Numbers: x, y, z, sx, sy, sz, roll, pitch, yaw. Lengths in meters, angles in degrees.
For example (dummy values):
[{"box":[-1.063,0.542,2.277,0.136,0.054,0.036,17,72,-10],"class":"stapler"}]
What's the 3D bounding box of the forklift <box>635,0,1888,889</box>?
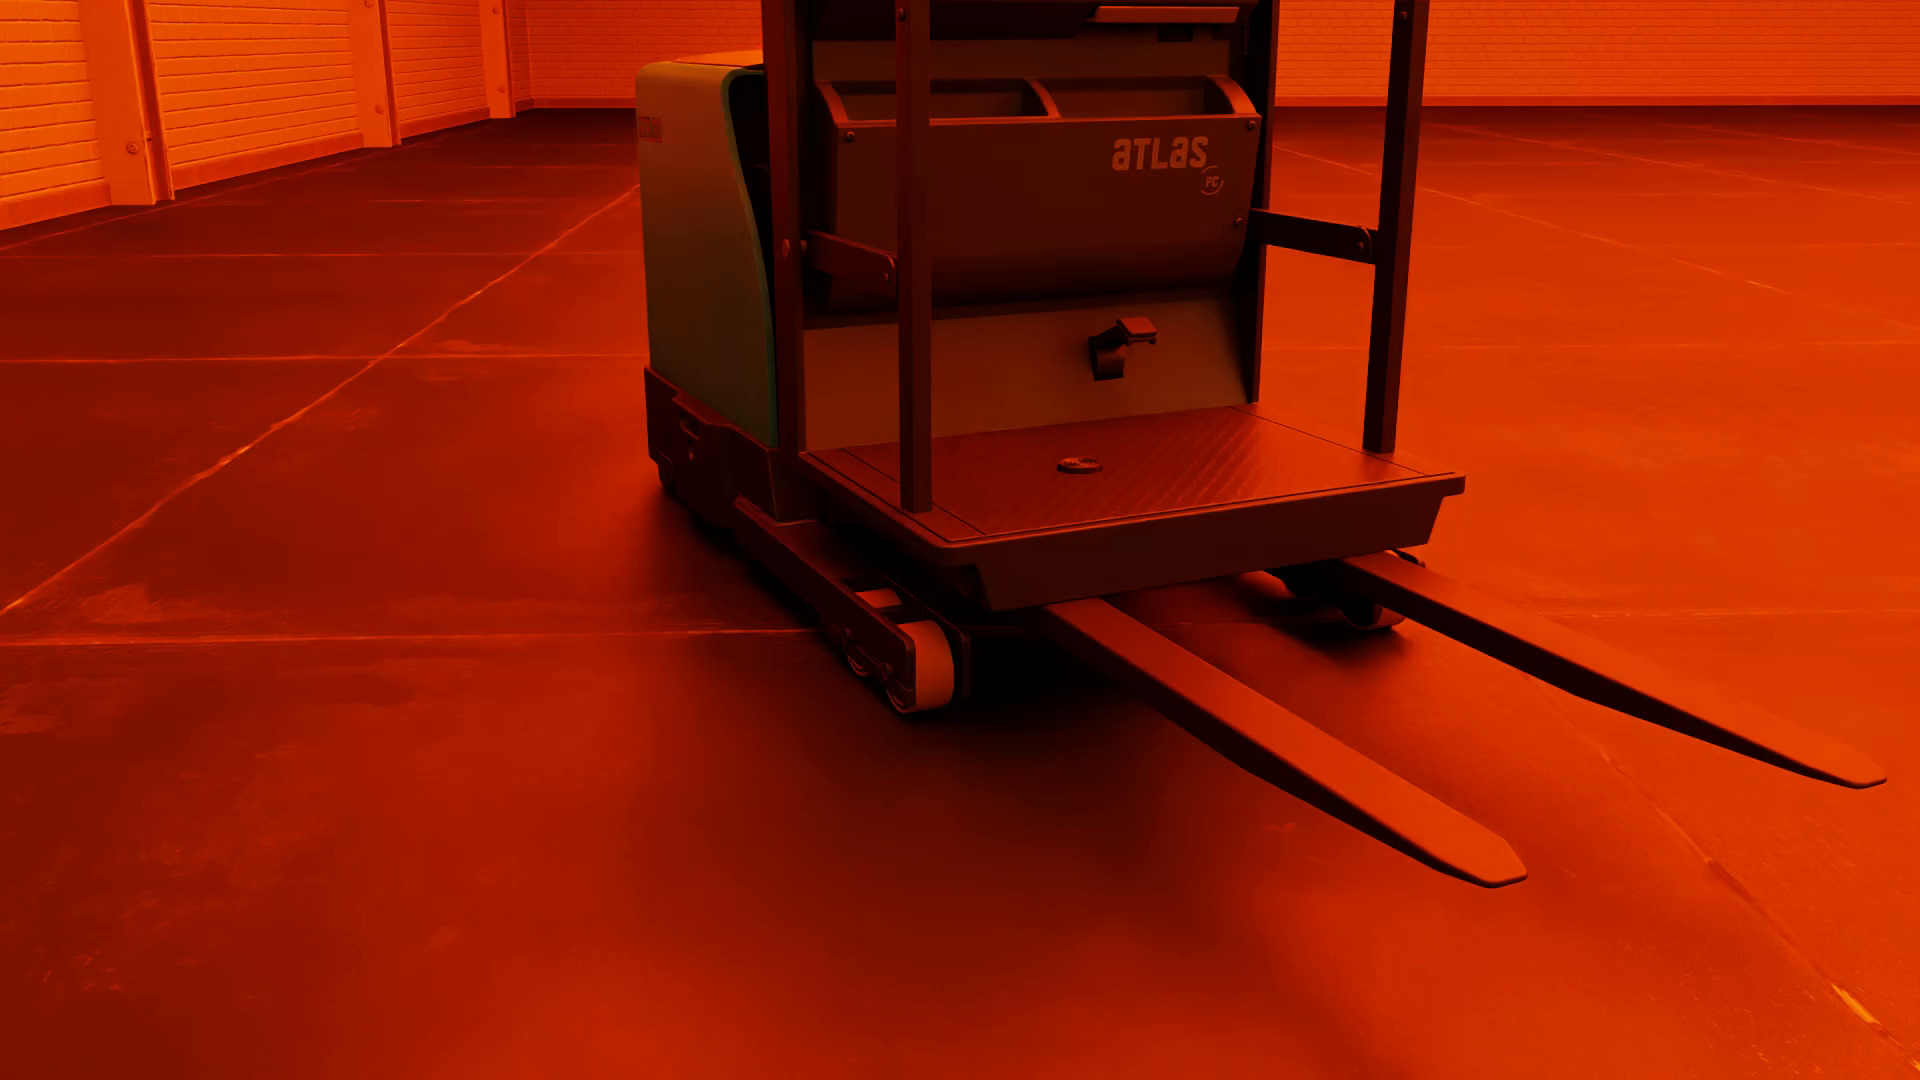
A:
[{"box":[0.258,-1.240,2.962,1.130,2.935,3.031,-8,19,-24],"class":"forklift"}]
